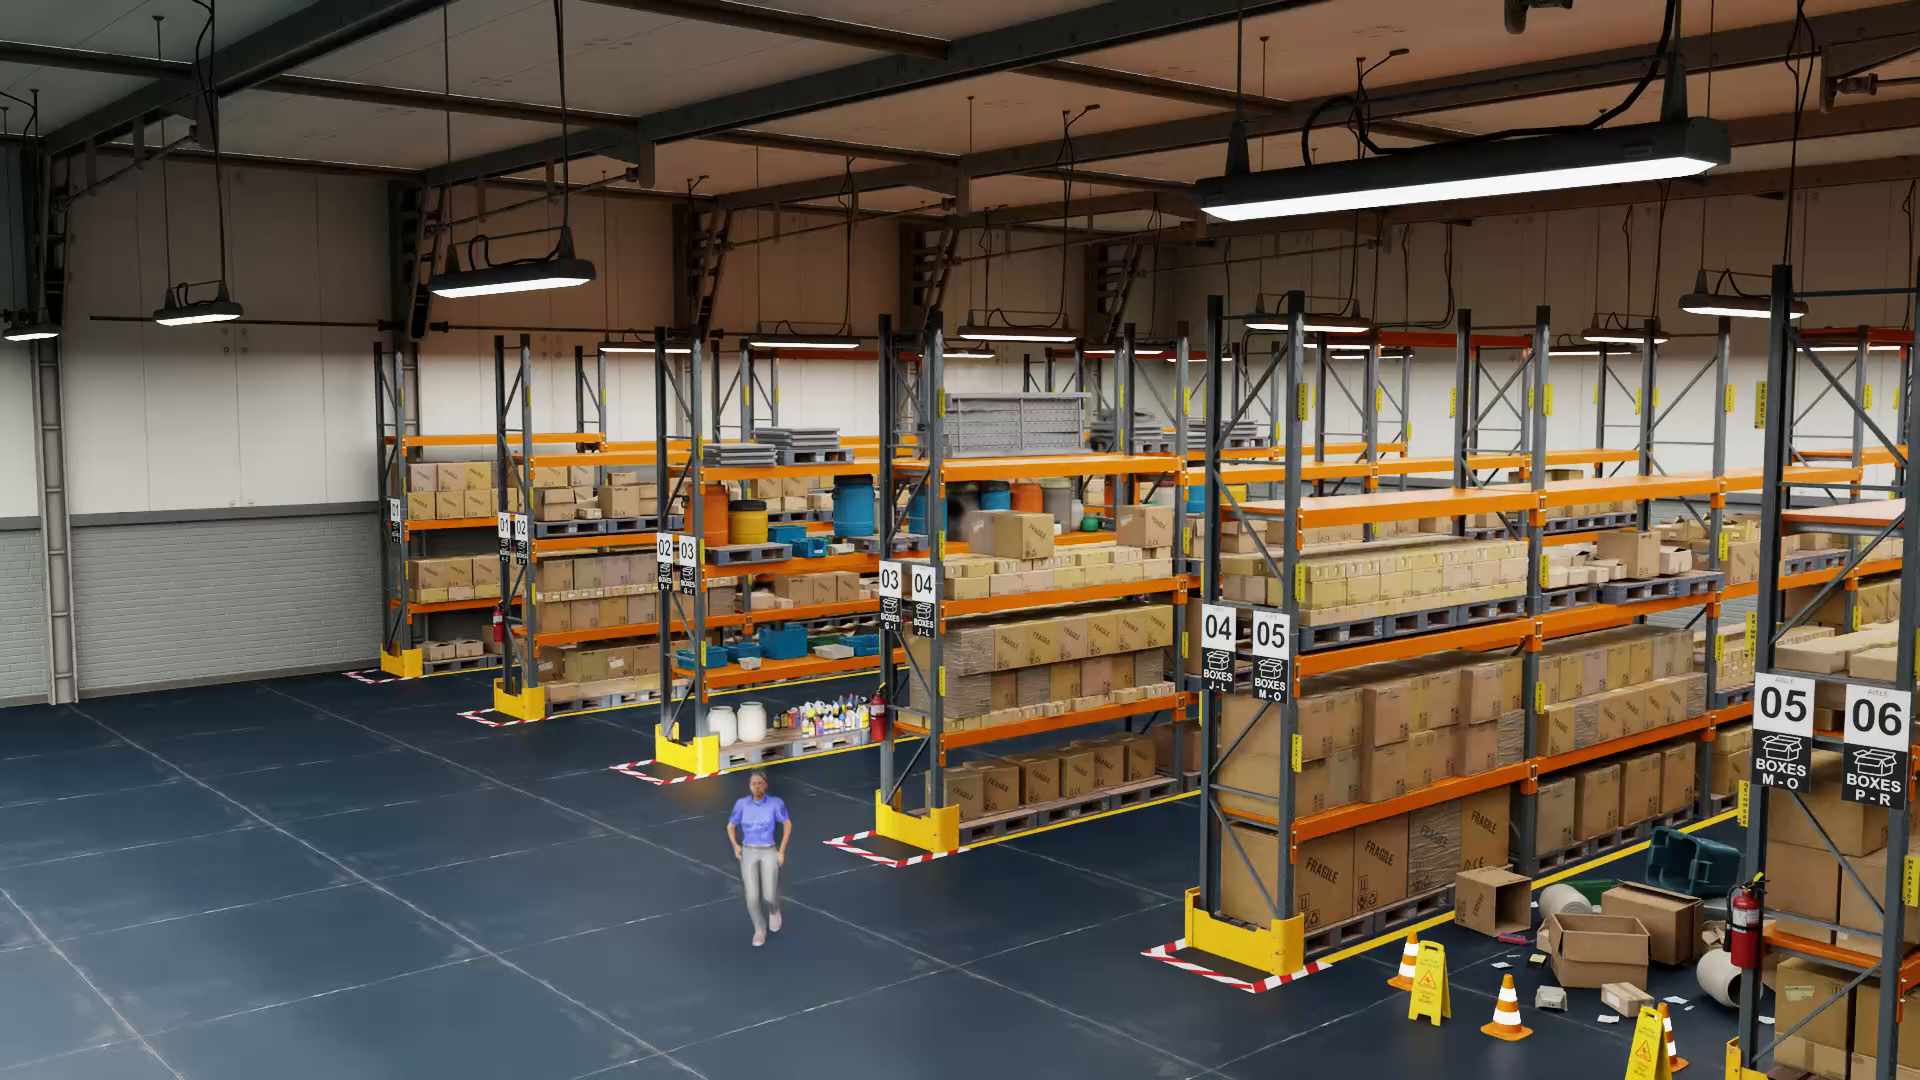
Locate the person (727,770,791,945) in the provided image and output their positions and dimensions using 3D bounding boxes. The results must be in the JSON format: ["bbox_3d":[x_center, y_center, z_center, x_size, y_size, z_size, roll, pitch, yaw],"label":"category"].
[{"bbox_3d":[-1.882,2.953,15.498,0.595,1.624,0.516,0,5,1],"label":"person"}]

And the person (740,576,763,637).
[{"bbox_3d":[-3.872,1.506,31.082,0.616,1.692,0.656,-5,7,-42],"label":"person"}]
